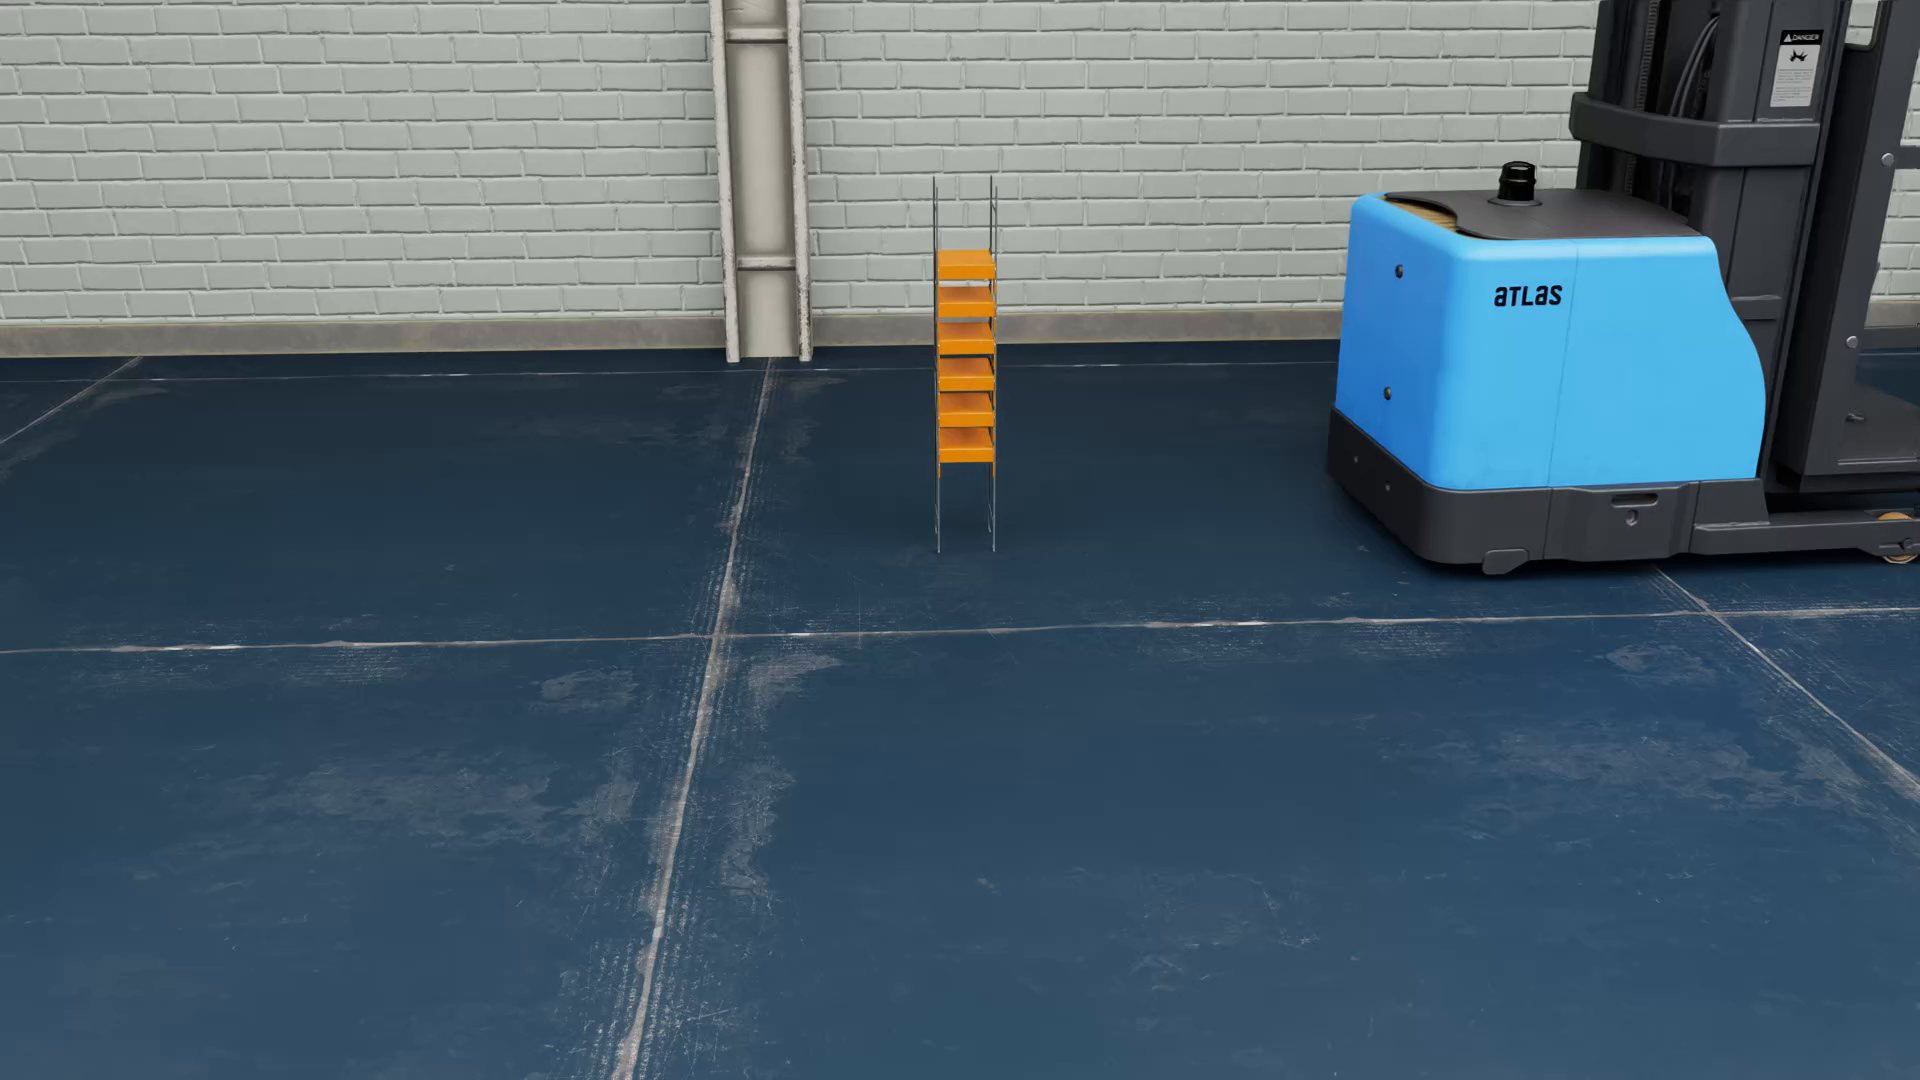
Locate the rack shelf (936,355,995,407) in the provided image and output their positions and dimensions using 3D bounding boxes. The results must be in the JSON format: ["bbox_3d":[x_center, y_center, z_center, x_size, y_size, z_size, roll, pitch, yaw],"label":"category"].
[{"bbox_3d":[0.014,-0.520,5.424,0.180,0.103,0.258,-1,21,-3],"label":"rack shelf"}]

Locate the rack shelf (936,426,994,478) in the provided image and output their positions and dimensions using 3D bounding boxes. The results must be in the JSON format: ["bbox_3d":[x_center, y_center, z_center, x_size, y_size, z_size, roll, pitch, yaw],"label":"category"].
[{"bbox_3d":[0.014,-0.295,5.509,0.180,0.103,0.258,-1,21,-3],"label":"rack shelf"}]

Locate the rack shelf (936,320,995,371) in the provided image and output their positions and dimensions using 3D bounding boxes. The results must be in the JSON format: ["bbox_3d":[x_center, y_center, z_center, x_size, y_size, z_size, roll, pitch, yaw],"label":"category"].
[{"bbox_3d":[0.014,-0.632,5.381,0.180,0.103,0.258,-1,21,-3],"label":"rack shelf"}]

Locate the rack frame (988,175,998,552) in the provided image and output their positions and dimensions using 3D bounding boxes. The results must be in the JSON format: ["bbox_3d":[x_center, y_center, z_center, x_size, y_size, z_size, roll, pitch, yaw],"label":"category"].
[{"bbox_3d":[0.106,-0.563,5.413,0.006,1.200,0.240,-1,21,-3],"label":"rack frame"}]

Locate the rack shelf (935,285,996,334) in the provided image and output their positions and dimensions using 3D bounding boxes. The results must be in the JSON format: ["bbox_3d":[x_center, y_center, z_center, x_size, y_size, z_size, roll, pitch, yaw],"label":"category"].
[{"bbox_3d":[0.014,-0.744,5.339,0.180,0.103,0.258,-1,21,-3],"label":"rack shelf"}]

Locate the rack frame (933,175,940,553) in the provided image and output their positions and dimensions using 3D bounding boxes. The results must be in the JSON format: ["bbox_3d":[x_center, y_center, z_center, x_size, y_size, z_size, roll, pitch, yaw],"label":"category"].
[{"bbox_3d":[-0.077,-0.559,5.403,0.006,1.200,0.240,-1,21,-3],"label":"rack frame"}]

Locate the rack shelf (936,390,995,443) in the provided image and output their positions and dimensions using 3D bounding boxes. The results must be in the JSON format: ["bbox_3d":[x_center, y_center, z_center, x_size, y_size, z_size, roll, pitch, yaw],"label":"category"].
[{"bbox_3d":[0.014,-0.407,5.467,0.180,0.103,0.258,-1,21,-3],"label":"rack shelf"}]

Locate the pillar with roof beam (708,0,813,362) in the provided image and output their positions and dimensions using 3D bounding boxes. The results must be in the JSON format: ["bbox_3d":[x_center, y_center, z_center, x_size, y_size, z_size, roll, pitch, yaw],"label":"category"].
[{"bbox_3d":[-0.661,-3.571,2.354,0.400,9.000,9.100,-1,21,-3],"label":"pillar with roof beam"}]

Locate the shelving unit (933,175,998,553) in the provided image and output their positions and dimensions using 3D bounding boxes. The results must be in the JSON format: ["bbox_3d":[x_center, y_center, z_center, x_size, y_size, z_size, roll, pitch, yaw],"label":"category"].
[{"bbox_3d":[0.014,-0.561,5.408,0.189,1.200,0.258,-1,21,-3],"label":"shelving unit"}]

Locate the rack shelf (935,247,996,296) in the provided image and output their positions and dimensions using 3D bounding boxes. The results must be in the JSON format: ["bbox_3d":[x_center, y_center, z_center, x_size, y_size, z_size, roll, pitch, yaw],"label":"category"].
[{"bbox_3d":[0.014,-0.856,5.296,0.180,0.103,0.258,-1,21,-3],"label":"rack shelf"}]

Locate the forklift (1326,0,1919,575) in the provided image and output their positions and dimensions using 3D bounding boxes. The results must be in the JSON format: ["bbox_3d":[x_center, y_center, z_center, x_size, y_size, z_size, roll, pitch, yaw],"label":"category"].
[{"bbox_3d":[2.899,-1.475,5.377,3.031,2.935,1.130,-3,21,-7],"label":"forklift"}]
